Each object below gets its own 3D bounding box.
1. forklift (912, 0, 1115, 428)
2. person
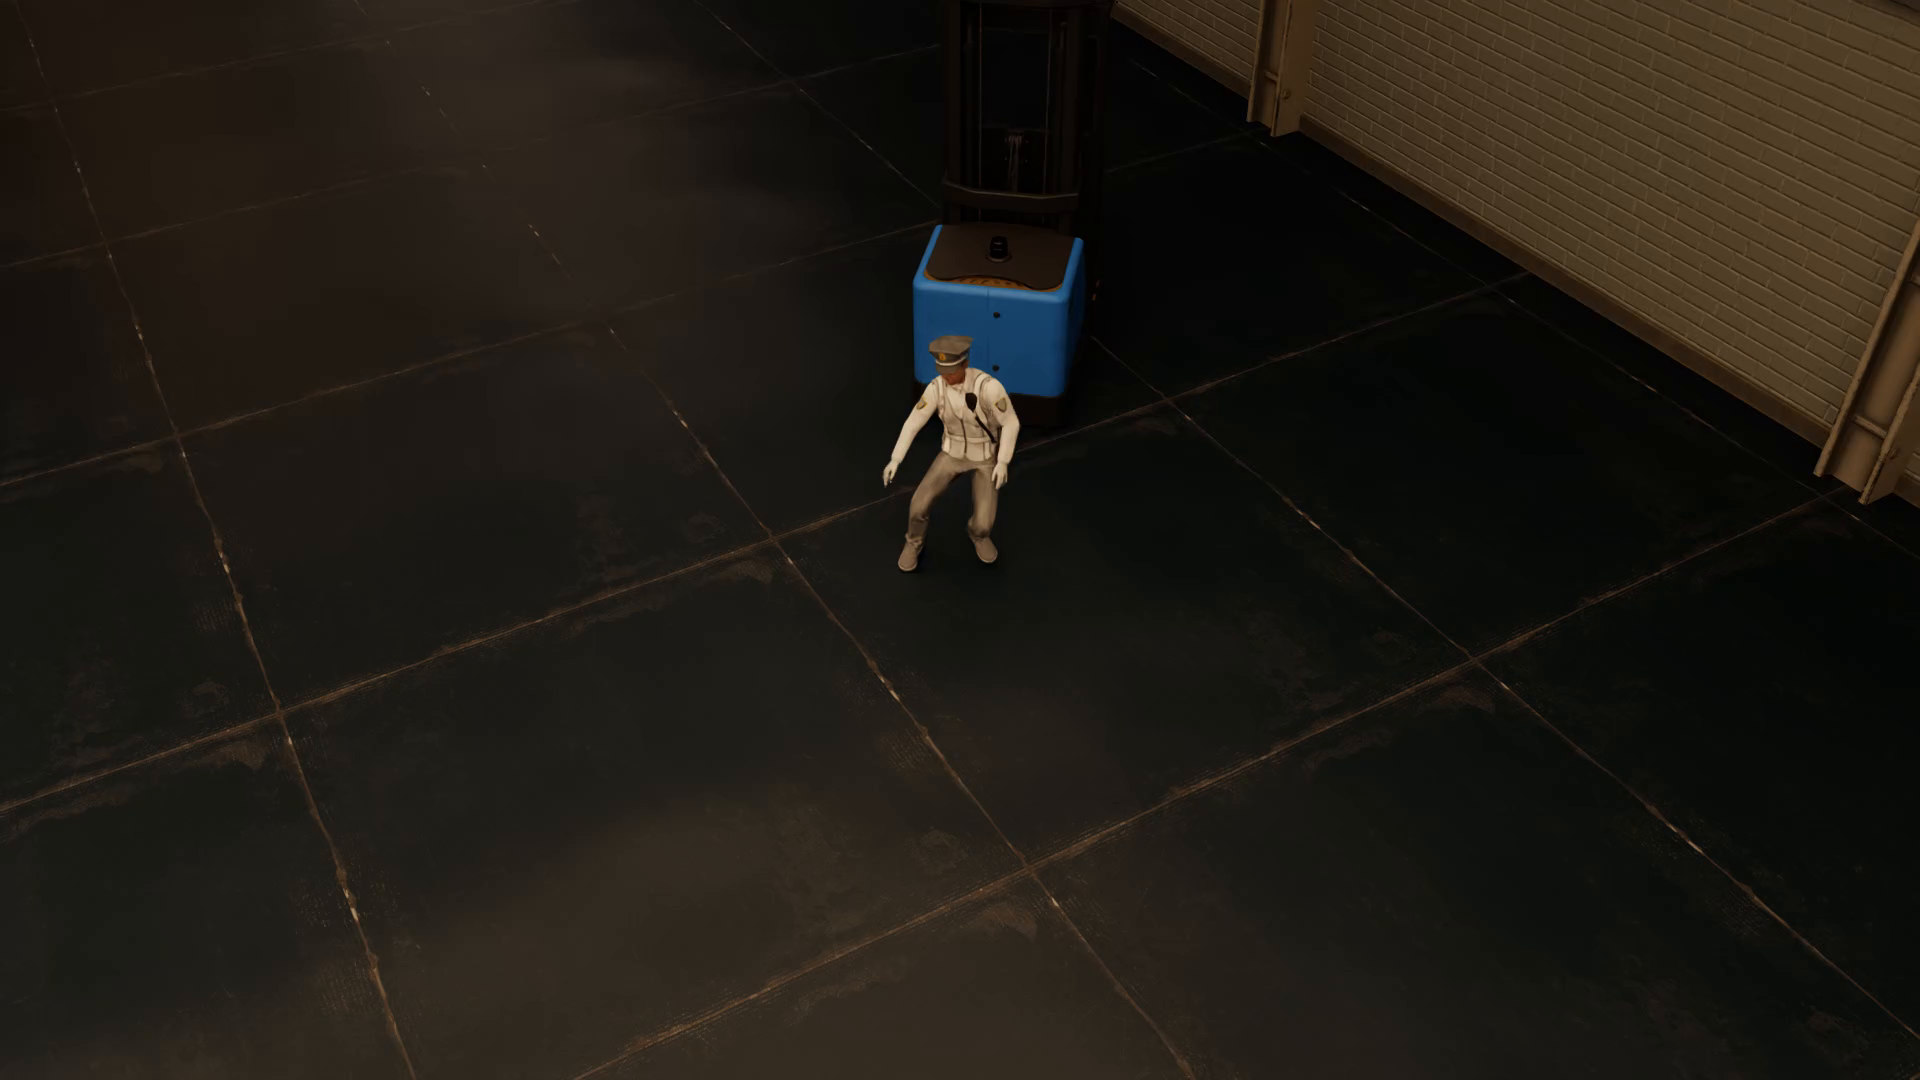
[{"bbox_3d":[0.463,-2.825,11.442,1.130,2.935,3.031,7,40,8],"label":"forklift"},{"bbox_3d":[-0.034,-0.459,9.674,0.716,1.538,0.555,13,41,15],"label":"person"}]
